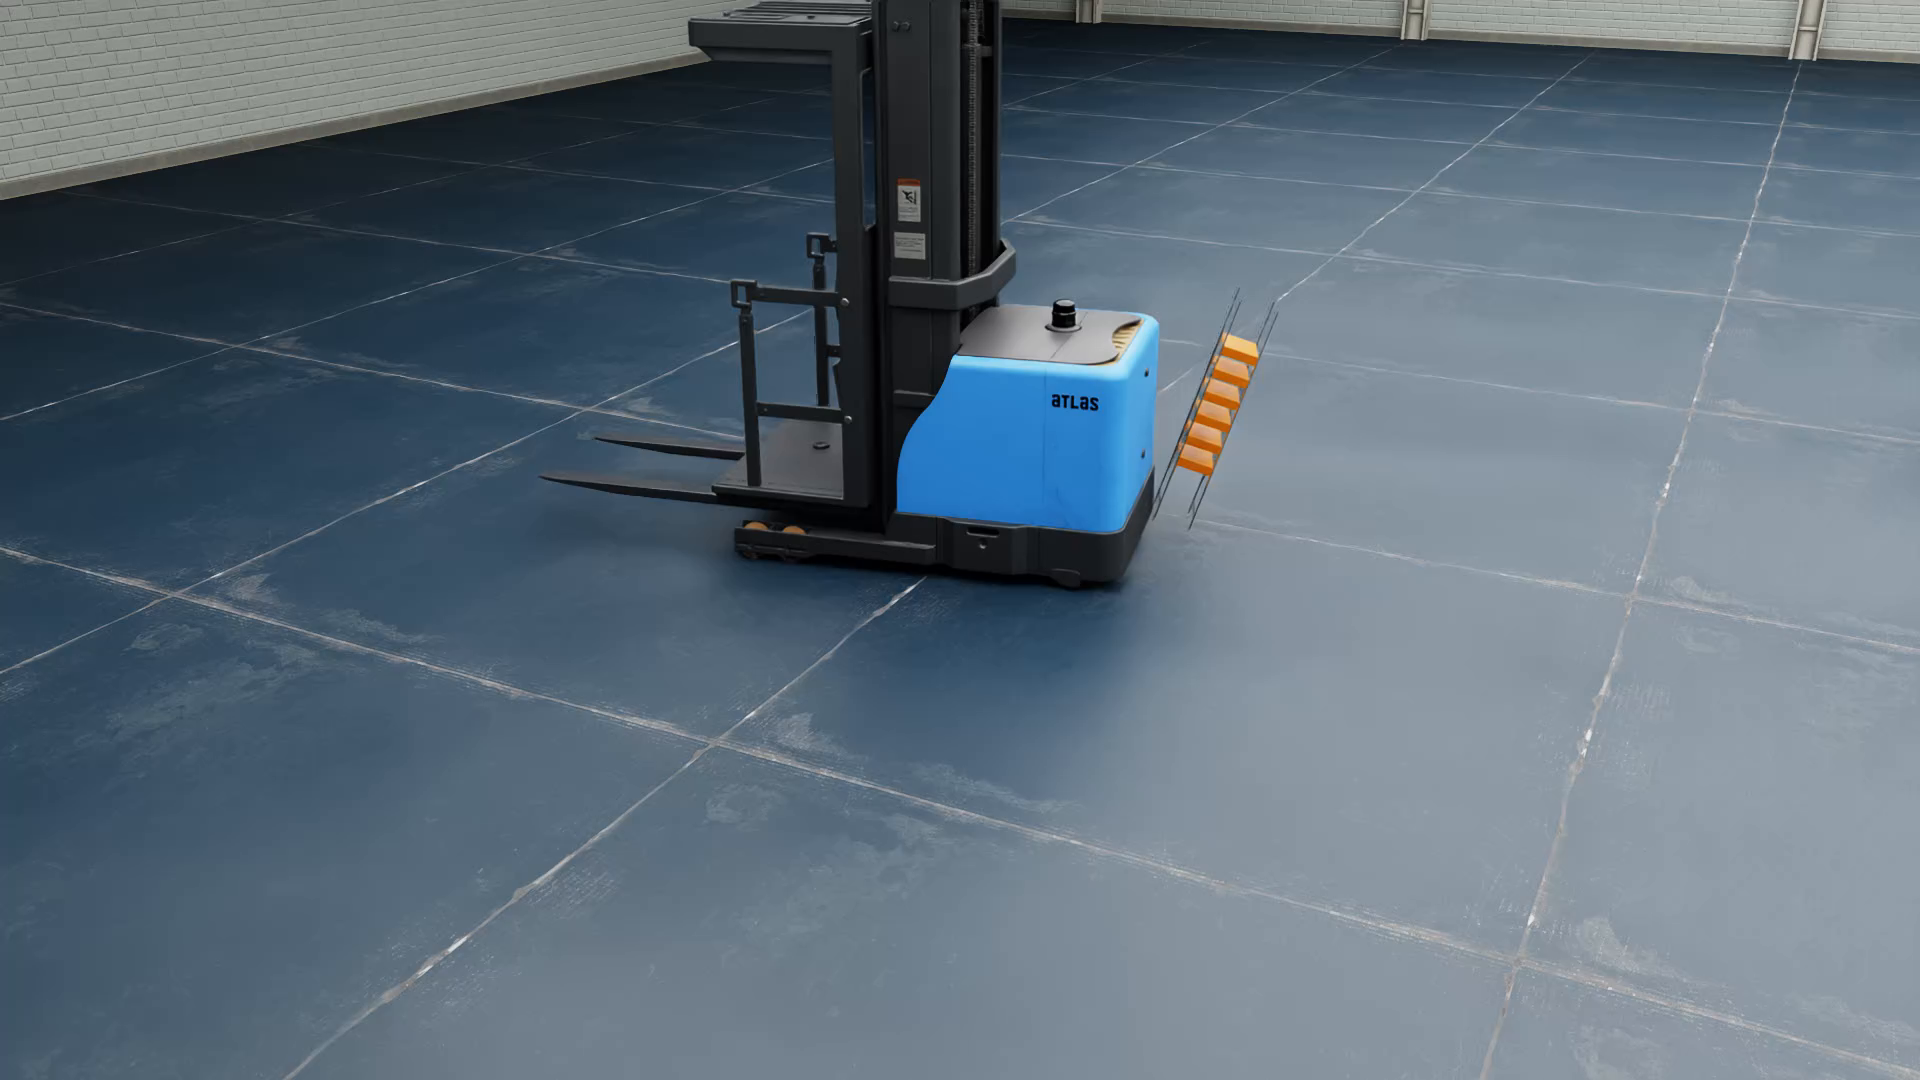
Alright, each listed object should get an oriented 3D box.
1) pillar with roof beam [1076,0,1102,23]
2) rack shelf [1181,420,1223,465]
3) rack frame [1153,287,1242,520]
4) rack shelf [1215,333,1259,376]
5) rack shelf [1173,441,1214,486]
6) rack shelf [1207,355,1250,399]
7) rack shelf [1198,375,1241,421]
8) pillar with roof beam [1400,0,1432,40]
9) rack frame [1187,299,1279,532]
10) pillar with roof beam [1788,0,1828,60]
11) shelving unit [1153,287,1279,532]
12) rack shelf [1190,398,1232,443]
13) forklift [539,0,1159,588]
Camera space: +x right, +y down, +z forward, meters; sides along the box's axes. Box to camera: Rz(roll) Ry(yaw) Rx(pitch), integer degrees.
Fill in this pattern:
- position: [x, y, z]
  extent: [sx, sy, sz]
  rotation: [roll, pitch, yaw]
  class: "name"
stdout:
- position: [0.442, -12.239, 25.530]
  extent: [0.400, 9.000, 9.100]
  rotation: [11, 25, 25]
  class: "pillar with roof beam"
- position: [1.201, -0.492, 8.269]
  extent: [0.180, 0.103, 0.258]
  rotation: [19, 24, -1]
  class: "rack shelf"
- position: [1.163, -0.663, 8.201]
  extent: [0.006, 1.200, 0.240]
  rotation: [19, 24, -1]
  class: "rack frame"
- position: [1.344, -0.907, 8.076]
  extent: [0.180, 0.103, 0.258]
  rotation: [19, 24, -1]
  class: "rack shelf"
- position: [1.165, -0.388, 8.318]
  extent: [0.180, 0.103, 0.258]
  rotation: [19, 24, -1]
  class: "rack shelf"
- position: [1.309, -0.803, 8.124]
  extent: [0.180, 0.103, 0.258]
  rotation: [19, 24, -1]
  class: "rack shelf"
- position: [1.273, -0.700, 8.173]
  extent: [0.180, 0.103, 0.258]
  rotation: [19, 24, -1]
  class: "rack shelf"
- position: [5.797, -11.179, 23.039]
  extent: [0.400, 9.000, 9.100]
  rotation: [11, 25, 25]
  class: "pillar with roof beam"
- position: [1.337, -0.605, 8.205]
  extent: [0.006, 1.200, 0.240]
  rotation: [19, 24, -1]
  class: "rack frame"
- position: [11.151, -10.120, 20.547]
  extent: [0.400, 9.000, 9.100]
  rotation: [11, 25, 25]
  class: "pillar with roof beam"
- position: [1.250, -0.634, 8.203]
  extent: [0.189, 1.200, 0.258]
  rotation: [19, 24, -1]
  class: "shelving unit"
- position: [1.237, -0.596, 8.221]
  extent: [0.180, 0.103, 0.258]
  rotation: [19, 24, -1]
  class: "rack shelf"
- position: [-0.593, -1.436, 7.881]
  extent: [3.031, 2.935, 1.130]
  rotation: [6, 24, 14]
  class: "forklift"
